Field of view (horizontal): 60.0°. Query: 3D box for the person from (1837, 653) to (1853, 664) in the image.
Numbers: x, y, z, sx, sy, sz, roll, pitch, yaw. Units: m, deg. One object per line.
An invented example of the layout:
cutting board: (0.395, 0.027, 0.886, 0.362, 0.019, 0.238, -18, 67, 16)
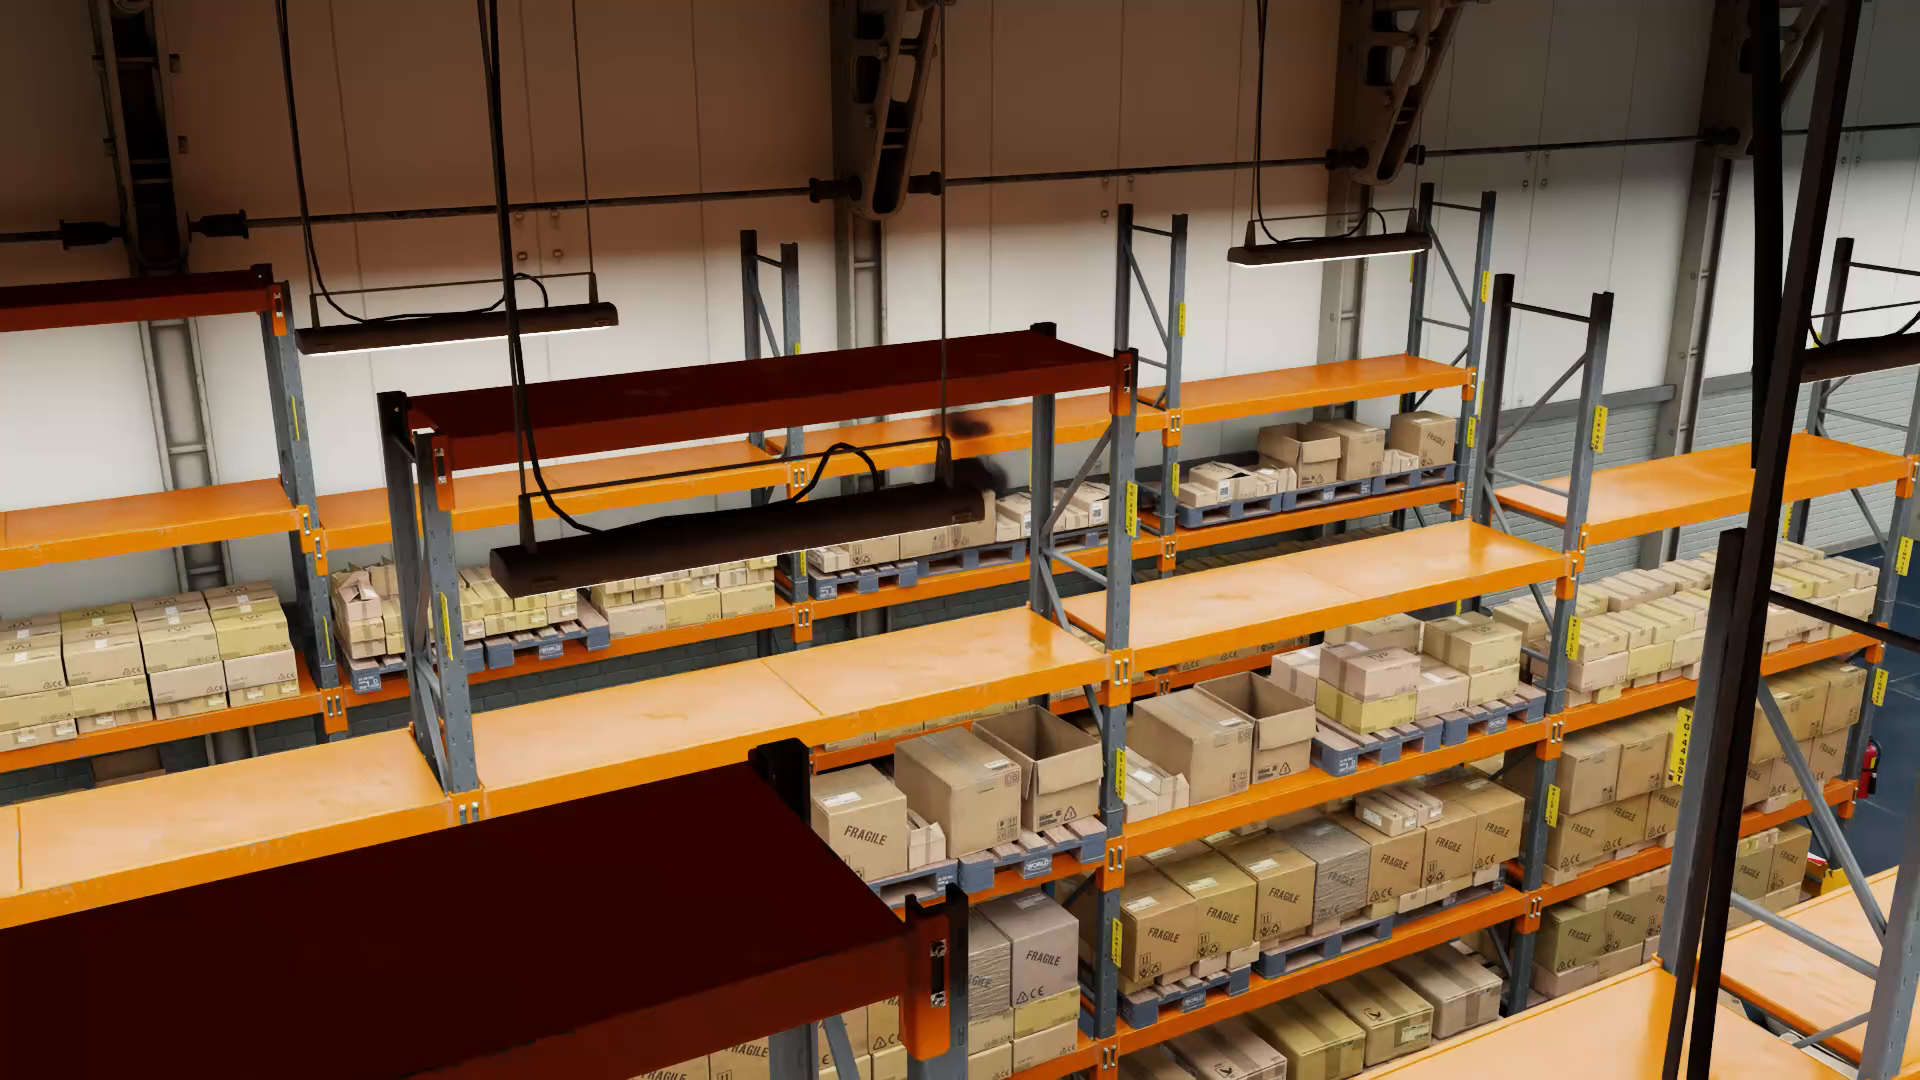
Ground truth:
person: (10.301, 1.153, 19.365, 0.802, 1.681, 0.601, -17, 24, -41)
